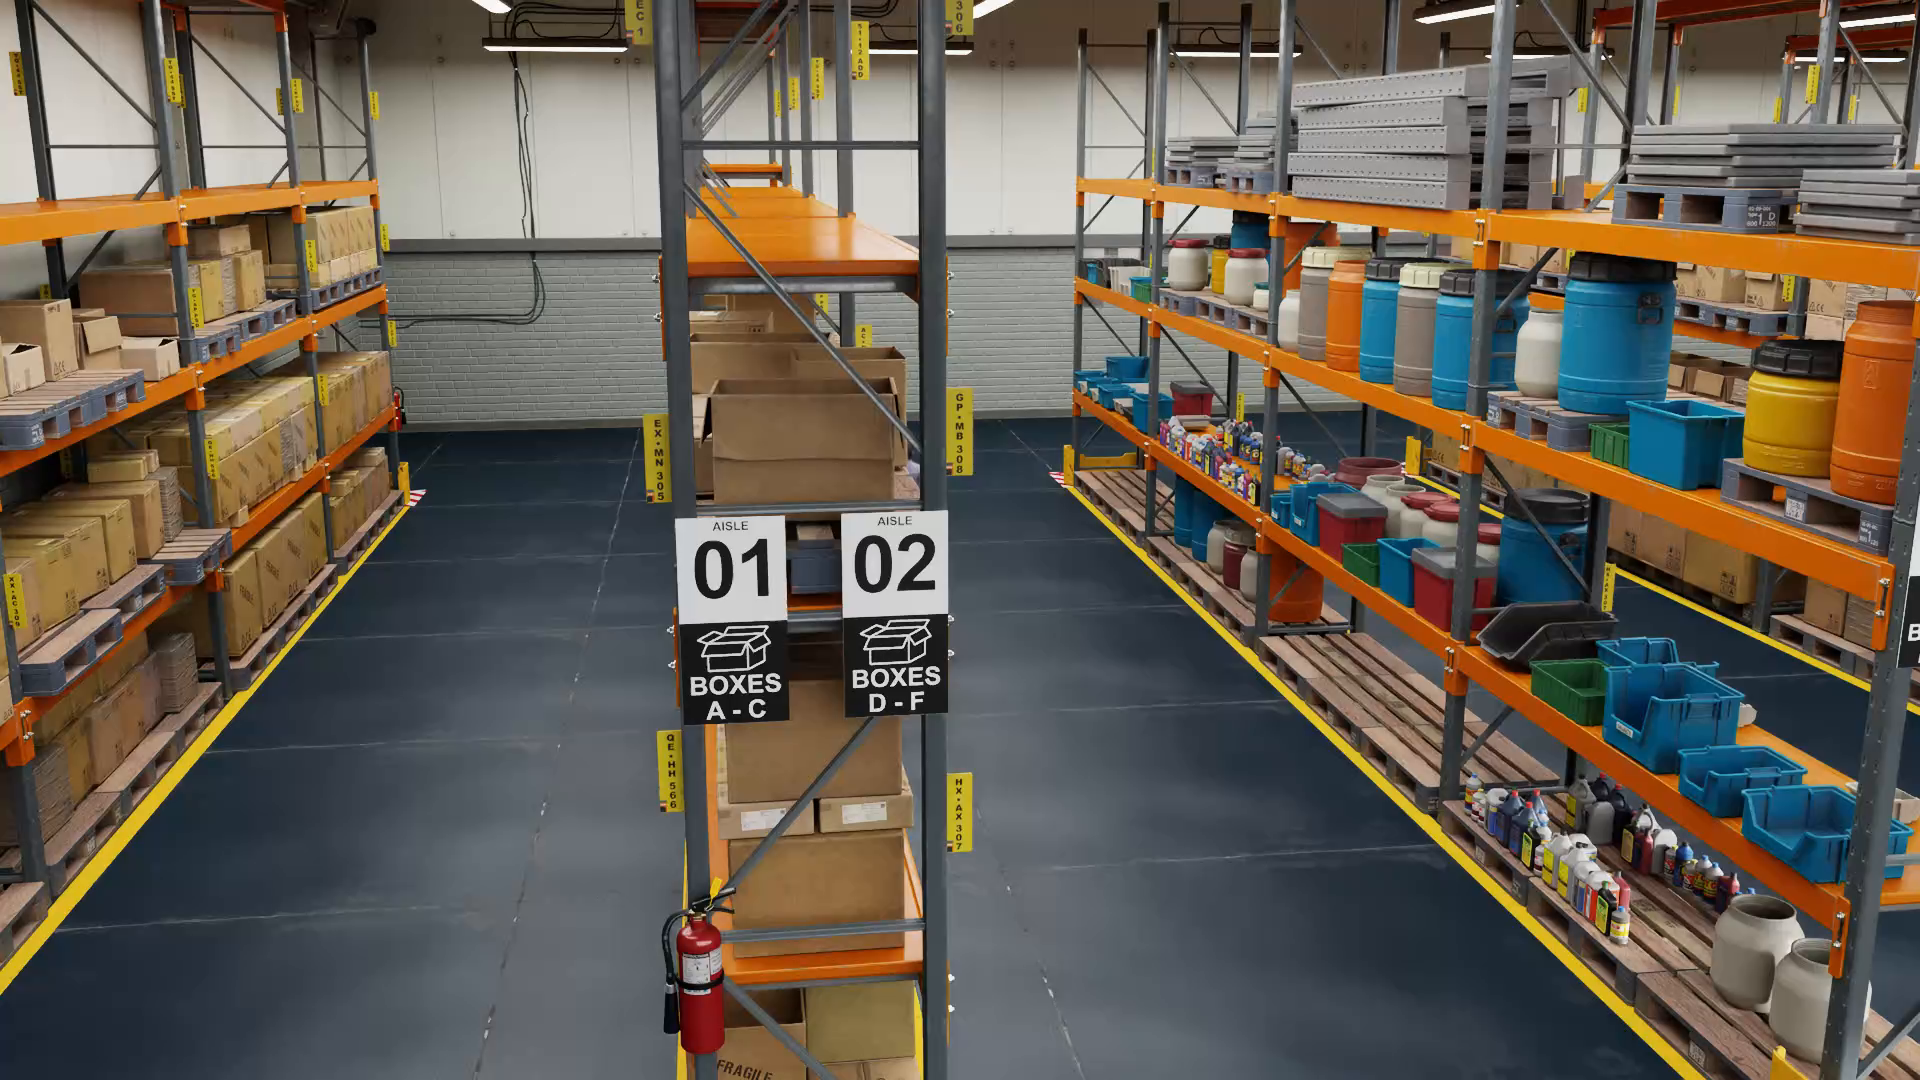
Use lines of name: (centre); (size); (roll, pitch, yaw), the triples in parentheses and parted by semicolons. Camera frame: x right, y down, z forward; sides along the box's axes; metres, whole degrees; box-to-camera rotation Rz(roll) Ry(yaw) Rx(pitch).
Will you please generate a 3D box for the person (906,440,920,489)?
person: (-0.547, -0.235, 17.010); (0.507, 1.649, 0.486); (-2, 13, -8)
